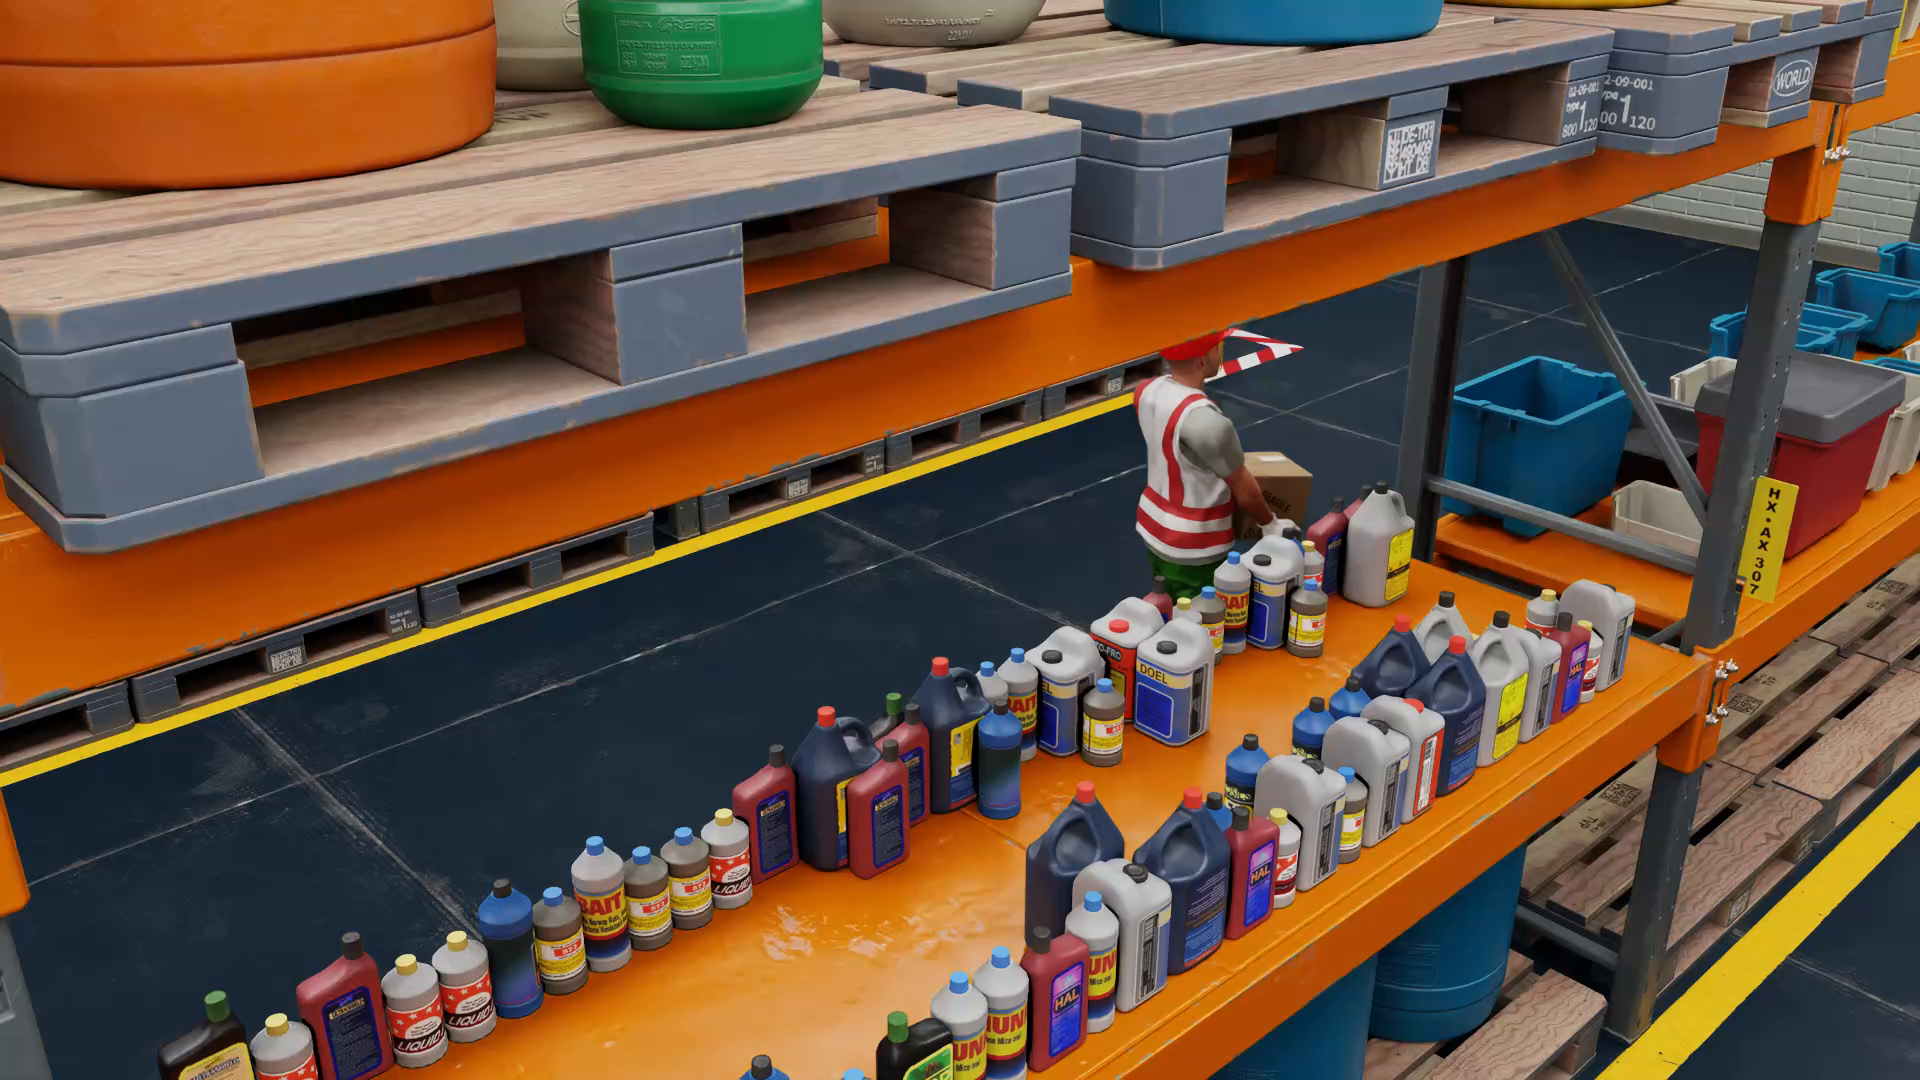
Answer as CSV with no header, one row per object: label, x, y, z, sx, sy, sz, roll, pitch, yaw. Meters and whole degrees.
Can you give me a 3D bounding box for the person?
person,0.924,0.000,6.075,0.550,1.786,0.495,-8,25,-17
